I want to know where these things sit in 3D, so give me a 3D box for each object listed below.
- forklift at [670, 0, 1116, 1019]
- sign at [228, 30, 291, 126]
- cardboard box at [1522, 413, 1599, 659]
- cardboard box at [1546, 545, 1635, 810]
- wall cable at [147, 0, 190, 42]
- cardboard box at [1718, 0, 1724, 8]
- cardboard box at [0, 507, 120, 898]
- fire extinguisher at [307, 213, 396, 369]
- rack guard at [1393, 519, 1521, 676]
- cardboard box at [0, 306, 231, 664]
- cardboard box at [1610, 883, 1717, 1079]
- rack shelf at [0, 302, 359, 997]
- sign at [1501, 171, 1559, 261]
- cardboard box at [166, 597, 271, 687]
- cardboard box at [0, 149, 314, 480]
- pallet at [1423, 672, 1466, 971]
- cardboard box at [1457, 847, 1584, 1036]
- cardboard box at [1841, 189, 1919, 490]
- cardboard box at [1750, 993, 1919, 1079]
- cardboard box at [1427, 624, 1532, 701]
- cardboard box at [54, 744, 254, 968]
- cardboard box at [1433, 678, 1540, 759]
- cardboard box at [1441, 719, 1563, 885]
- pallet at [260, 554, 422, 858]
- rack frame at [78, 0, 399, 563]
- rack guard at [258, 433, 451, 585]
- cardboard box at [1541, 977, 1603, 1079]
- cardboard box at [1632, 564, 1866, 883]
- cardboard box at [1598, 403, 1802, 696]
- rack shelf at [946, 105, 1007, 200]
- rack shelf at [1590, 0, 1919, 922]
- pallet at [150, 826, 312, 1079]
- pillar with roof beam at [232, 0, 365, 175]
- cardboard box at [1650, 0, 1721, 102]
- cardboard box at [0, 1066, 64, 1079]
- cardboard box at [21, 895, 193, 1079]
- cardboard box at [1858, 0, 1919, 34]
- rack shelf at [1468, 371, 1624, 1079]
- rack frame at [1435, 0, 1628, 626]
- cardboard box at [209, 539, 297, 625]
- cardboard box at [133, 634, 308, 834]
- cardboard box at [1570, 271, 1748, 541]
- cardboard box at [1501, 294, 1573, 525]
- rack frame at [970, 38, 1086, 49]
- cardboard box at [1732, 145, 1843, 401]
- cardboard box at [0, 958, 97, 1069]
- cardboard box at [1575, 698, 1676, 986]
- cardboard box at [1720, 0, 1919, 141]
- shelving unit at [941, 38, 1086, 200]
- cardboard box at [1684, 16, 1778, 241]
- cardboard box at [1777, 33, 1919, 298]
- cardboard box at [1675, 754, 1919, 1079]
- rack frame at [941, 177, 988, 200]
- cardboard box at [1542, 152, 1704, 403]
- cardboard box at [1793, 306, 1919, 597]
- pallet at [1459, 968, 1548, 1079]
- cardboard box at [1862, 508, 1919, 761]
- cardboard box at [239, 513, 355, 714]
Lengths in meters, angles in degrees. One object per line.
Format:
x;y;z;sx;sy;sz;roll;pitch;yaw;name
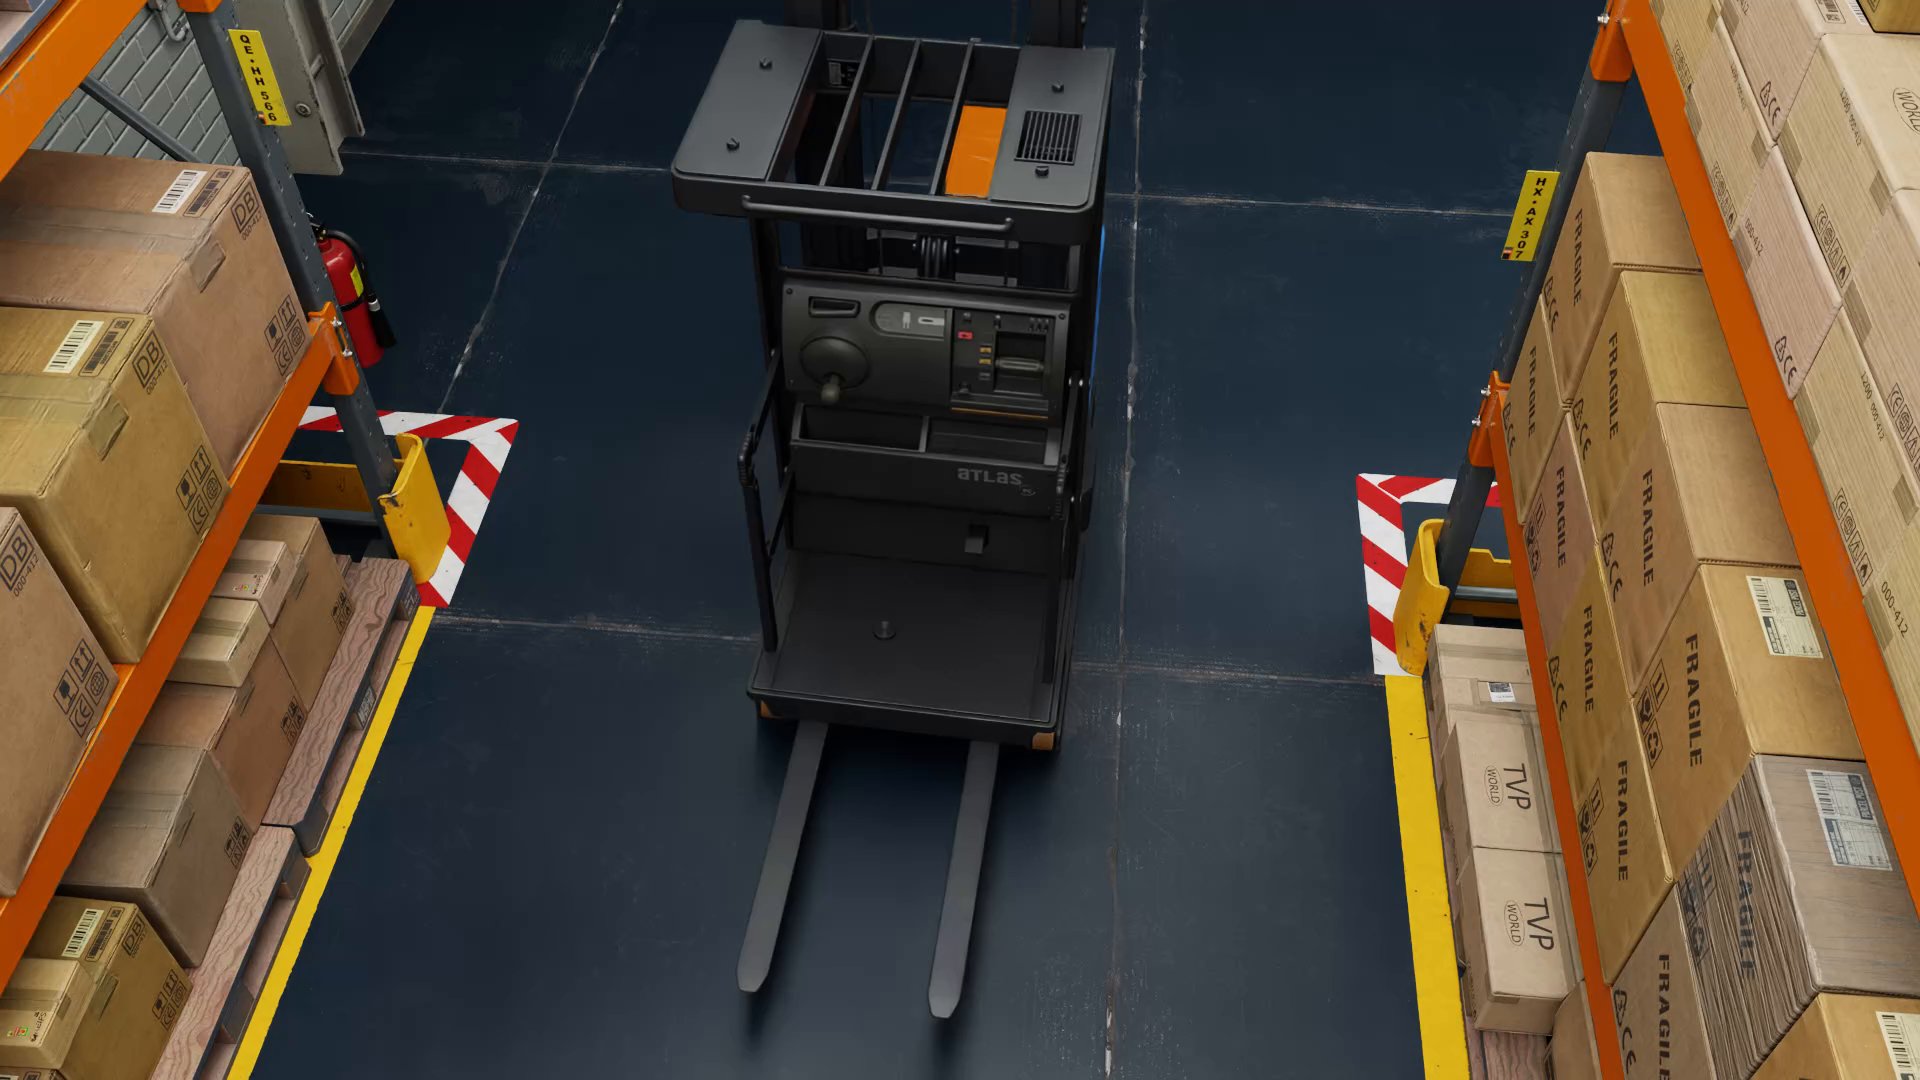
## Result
-0.144;-0.510;5.230;1.130;2.935;3.031;6;48;6;forklift
-2.130;-1.402;5.054;0.100;0.325;0.005;4;48;4;sign
1.920;0.007;4.643;0.500;0.500;0.500;3;48;3;cardboard box
1.871;0.375;4.306;0.500;0.500;0.500;4;48;3;cardboard box
-3.494;-2.325;6.155;0.084;1.984;1.851;4;48;4;wall cable
1.959;-1.418;3.744;0.500;0.250;0.500;4;48;4;cardboard box
-2.839;0.391;4.156;0.980;0.700;0.700;2;48;2;cardboard box
-2.195;-0.906;5.851;0.296;0.674;0.183;4;48;4;fire extinguisher
2.258;0.252;6.181;1.175;0.500;0.348;4;48;4;rack guard
-2.760;-0.168;4.668;0.980;0.700;0.700;4;48;3;cardboard box
1.780;1.117;3.628;0.500;0.500;0.500;5;48;4;cardboard box
-2.851;0.735;4.533;1.077;0.370;4.000;4;48;4;rack shelf
1.724;-0.976;5.023;0.100;0.325;0.005;4;48;4;sign
-2.486;0.321;5.394;0.380;0.149;0.250;5;48;5;cardboard box
-2.705;-0.704;5.157;0.980;0.700;0.700;6;48;5;cardboard box
2.186;0.936;5.751;1.003;0.211;1.213;4;48;4;pallet
1.842;1.247;5.142;0.500;0.250;0.500;4;48;4;cardboard box
1.817;-0.316;2.736;0.500;0.250;0.500;4;48;4;cardboard box
1.732;1.155;2.915;0.500;0.500;0.500;3;48;3;cardboard box
1.884;0.451;5.939;0.380;0.149;0.250;4;48;4;cardboard box
-2.724;0.983;5.228;0.700;0.500;0.500;2;48;2;cardboard box
1.862;0.629;5.764;0.380;0.166;0.250;4;48;4;cardboard box
1.887;0.880;5.478;0.500;0.250;0.500;4;48;4;cardboard box
-2.664;0.556;6.098;1.003;0.211;1.213;4;48;4;pallet
-2.669;-0.978;5.612;1.000;3.000;0.127;4;48;4;rack frame
-2.666;-0.152;6.550;1.175;0.500;0.348;4;48;4;rack guard
2.066;1.605;4.643;0.797;0.503;0.637;4;48;4;cardboard box
1.826;0.415;3.592;0.500;0.500;0.500;3;48;3;cardboard box
1.871;0.042;3.934;0.500;0.500;0.500;4;48;4;cardboard box
0.220;-1.591;7.046;0.538;0.278;1.000;6;48;6;rack shelf
2.082;0.053;3.124;1.077;0.370;4.000;4;48;4;rack shelf
-2.777;1.450;5.281;1.003;0.211;1.213;4;48;4;pallet
1.003;-4.755;5.001;9.100;9.000;0.400;4;48;4;pillar with roof beam
1.965;-1.249;3.928;0.500;0.250;0.500;4;48;4;cardboard box
-2.814;1.752;4.524;0.700;0.500;0.500;3;48;3;cardboard box
-2.765;1.375;4.869;0.700;0.500;0.500;5;48;4;cardboard box
2.104;-1.291;3.120;0.700;0.500;0.500;4;48;4;cardboard box
2.082;1.065;4.231;1.077;0.370;4.000;4;48;4;rack shelf
2.265;-0.647;5.309;1.000;3.000;0.127;4;48;4;rack frame
-2.463;0.133;5.565;0.380;0.149;0.250;3;48;3;cardboard box
-2.678;0.613;5.566;0.700;0.500;0.500;4;48;3;cardboard box
1.922;-0.326;4.270;0.500;0.500;0.500;4;48;4;cardboard box
1.962;-0.373;4.990;0.500;0.500;0.500;5;48;4;cardboard box
0.292;-1.764;7.601;0.500;1.125;0.032;6;48;6;rack frame
1.862;-0.515;3.257;0.500;0.250;0.500;4;48;4;cardboard box
-2.603;1.279;4.517;0.380;0.149;0.250;3;48;2;cardboard box
1.824;0.742;3.970;0.500;0.500;0.500;4;48;4;cardboard box
1.906;-1.051;3.408;0.500;0.250;0.500;4;48;4;cardboard box
0.220;-1.393;7.262;0.538;1.125;1.048;6;48;6;shelving unit
1.906;-0.882;3.593;0.500;0.250;0.500;4;48;4;cardboard box
1.867;-0.683;3.072;0.500;0.250;0.500;4;48;4;cardboard box
1.779;0.785;3.254;0.500;0.500;0.500;4;48;4;cardboard box
0.148;-1.022;6.922;0.500;1.125;0.032;6;48;6;rack frame
1.962;-0.710;4.621;0.500;0.500;0.500;5;48;5;cardboard box
1.823;-0.147;2.920;0.500;0.250;0.500;4;48;4;cardboard box
2.072;1.830;4.934;1.003;0.211;1.213;4;48;4;pallet
1.773;0.220;2.585;0.500;0.250;0.500;4;48;4;cardboard box
-2.633;0.245;5.902;0.700;0.500;0.500;4;48;4;cardboard box
